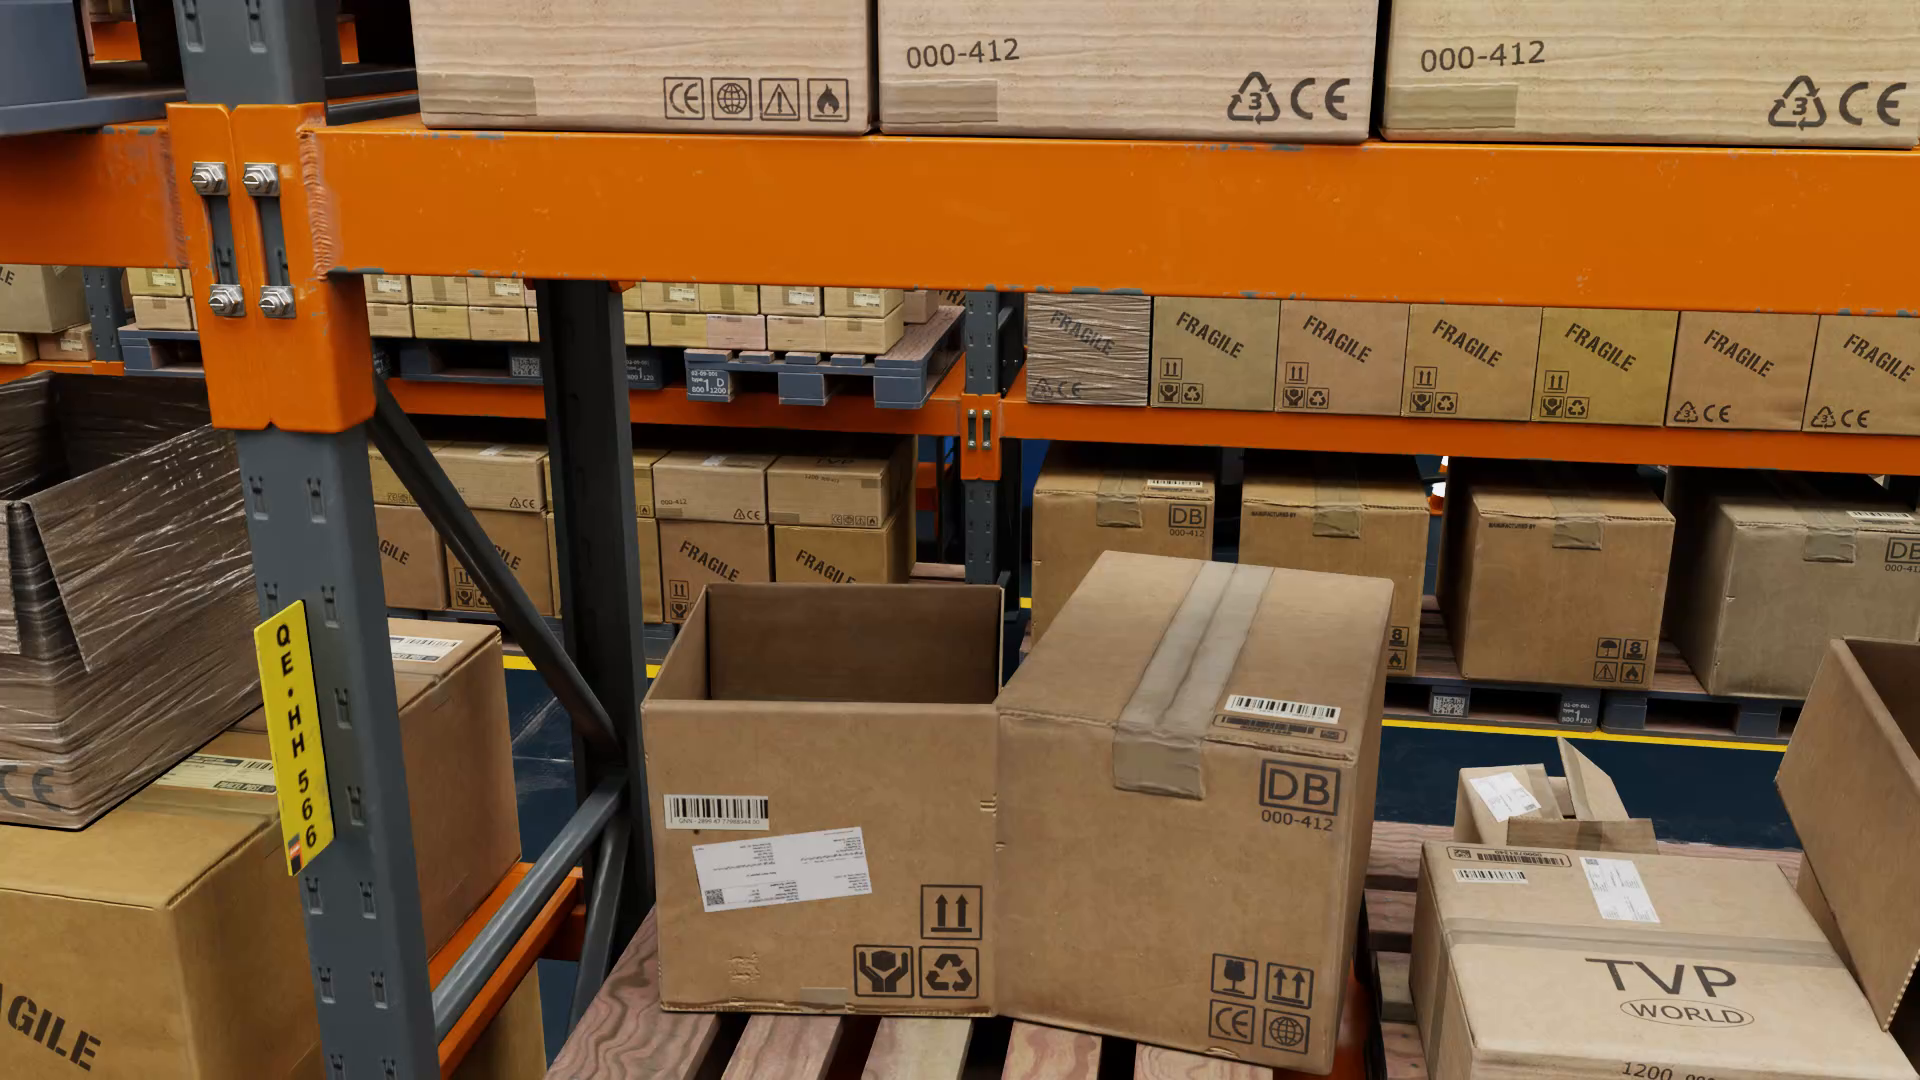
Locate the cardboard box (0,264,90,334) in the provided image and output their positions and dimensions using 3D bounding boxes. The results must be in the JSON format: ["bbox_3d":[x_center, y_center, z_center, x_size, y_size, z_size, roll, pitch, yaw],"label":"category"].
[{"bbox_3d":[-4.310,-1.257,7.706,0.500,0.500,0.500,3,19,9],"label":"cardboard box"}]

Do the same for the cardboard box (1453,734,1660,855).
[{"bbox_3d":[0.965,0.481,2.687,0.258,0.266,0.396,2,19,7],"label":"cardboard box"}]

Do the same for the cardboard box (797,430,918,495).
[{"bbox_3d":[-0.480,-0.411,7.900,0.500,0.250,0.500,2,19,6],"label":"cardboard box"}]

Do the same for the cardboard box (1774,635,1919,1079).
[{"bbox_3d":[1.499,0.512,2.220,0.637,0.503,0.797,5,19,14],"label":"cardboard box"}]

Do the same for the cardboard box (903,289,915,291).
[{"bbox_3d":[-0.283,-1.240,7.546,0.250,0.149,0.380,4,19,11],"label":"cardboard box"}]

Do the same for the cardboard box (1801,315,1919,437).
[{"bbox_3d":[3.554,-0.720,6.570,0.500,0.500,0.500,3,19,8],"label":"cardboard box"}]

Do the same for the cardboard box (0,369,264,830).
[{"bbox_3d":[-1.444,0.053,2.680,0.637,0.503,0.797,4,19,11],"label":"cardboard box"}]

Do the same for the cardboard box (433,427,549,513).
[{"bbox_3d":[-2.071,-0.329,7.654,0.500,0.250,0.500,4,19,11],"label":"cardboard box"}]

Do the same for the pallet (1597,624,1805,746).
[{"bbox_3d":[3.338,0.577,7.245,1.213,0.211,1.003,3,19,9],"label":"pallet"}]

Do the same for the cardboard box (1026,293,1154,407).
[{"bbox_3d":[0.563,-0.871,7.023,0.500,0.500,0.500,3,19,9],"label":"cardboard box"}]

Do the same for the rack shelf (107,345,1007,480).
[{"bbox_3d":[-1.813,-0.691,7.774,4.000,0.370,1.077,3,19,9],"label":"rack shelf"}]

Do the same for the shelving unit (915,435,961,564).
[{"bbox_3d":[-0.558,-0.492,9.001,1.048,1.125,0.538,4,19,11],"label":"shelving unit"}]

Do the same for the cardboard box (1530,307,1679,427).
[{"bbox_3d":[2.556,-0.771,6.722,0.500,0.500,0.500,3,19,9],"label":"cardboard box"}]

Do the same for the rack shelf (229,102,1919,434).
[{"bbox_3d":[1.250,-0.363,2.067,4.000,0.370,1.077,3,19,9],"label":"rack shelf"}]

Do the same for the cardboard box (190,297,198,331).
[{"bbox_3d":[-3.197,-1.037,7.408,0.250,0.149,0.380,3,19,10],"label":"cardboard box"}]

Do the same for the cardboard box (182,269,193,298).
[{"bbox_3d":[-3.215,-1.177,7.360,0.250,0.149,0.380,3,19,8],"label":"cardboard box"}]

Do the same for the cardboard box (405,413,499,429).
[{"bbox_3d":[-2.506,-0.514,8.207,0.500,0.250,0.500,4,19,11],"label":"cardboard box"}]

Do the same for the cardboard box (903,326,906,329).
[{"bbox_3d":[-0.701,-1.786,12.599,0.875,0.875,0.875,3,19,9],"label":"cardboard box"}]

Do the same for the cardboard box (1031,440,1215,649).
[{"bbox_3d":[0.749,-0.005,7.473,0.750,0.750,1.050,3,19,8],"label":"cardboard box"}]

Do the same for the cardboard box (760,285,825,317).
[{"bbox_3d":[-0.662,-1.047,6.972,0.250,0.149,0.380,4,19,11],"label":"cardboard box"}]

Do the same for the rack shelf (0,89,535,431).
[{"bbox_3d":[-2.699,-0.564,2.669,4.000,0.370,1.077,3,19,9],"label":"rack shelf"}]

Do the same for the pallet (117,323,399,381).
[{"bbox_3d":[-3.056,-0.958,7.740,1.213,0.211,1.003,3,19,9],"label":"pallet"}]

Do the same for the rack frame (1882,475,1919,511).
[{"bbox_3d":[4.112,-0.730,6.757,0.127,3.000,1.000,3,19,9],"label":"rack frame"}]

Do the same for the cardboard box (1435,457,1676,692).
[{"bbox_3d":[2.532,0.085,7.205,0.750,0.750,1.050,3,19,9],"label":"cardboard box"}]

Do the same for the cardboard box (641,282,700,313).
[{"bbox_3d":[-1.169,-1.073,7.047,0.250,0.149,0.380,3,19,9],"label":"cardboard box"}]

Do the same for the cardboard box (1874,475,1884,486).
[{"bbox_3d":[5.261,-0.276,9.709,0.396,0.266,0.258,-11,21,-29],"label":"cardboard box"}]

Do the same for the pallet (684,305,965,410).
[{"bbox_3d":[-0.558,-0.843,7.397,1.003,0.211,1.213,3,19,9],"label":"pallet"}]

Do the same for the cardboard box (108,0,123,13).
[{"bbox_3d":[-4.202,-2.590,7.825,0.500,0.250,0.500,4,19,11],"label":"cardboard box"}]

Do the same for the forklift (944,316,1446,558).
[{"bbox_3d":[1.477,-1.536,9.275,3.031,2.935,1.130,-5,19,-15],"label":"forklift"}]

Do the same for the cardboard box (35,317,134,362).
[{"bbox_3d":[-4.106,-0.954,7.824,0.250,0.149,0.380,3,19,8],"label":"cardboard box"}]

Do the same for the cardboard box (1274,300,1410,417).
[{"bbox_3d":[1.563,-0.821,6.873,0.500,0.500,0.500,3,19,9],"label":"cardboard box"}]

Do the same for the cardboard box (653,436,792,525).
[{"bbox_3d":[-1.055,-0.275,7.493,0.500,0.250,0.500,3,19,9],"label":"cardboard box"}]

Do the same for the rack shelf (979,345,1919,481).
[{"bbox_3d":[2.137,-0.489,7.172,4.000,0.370,1.077,3,19,9],"label":"rack shelf"}]

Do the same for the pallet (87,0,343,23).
[{"bbox_3d":[-3.195,-2.402,7.322,1.003,0.211,1.213,3,19,9],"label":"pallet"}]

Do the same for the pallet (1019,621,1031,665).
[{"bbox_3d":[0.929,0.454,7.612,1.213,0.211,1.003,3,19,9],"label":"pallet"}]

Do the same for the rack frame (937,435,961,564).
[{"bbox_3d":[-0.059,-0.461,8.908,0.032,1.125,0.500,4,19,11],"label":"rack frame"}]

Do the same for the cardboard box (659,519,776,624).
[{"bbox_3d":[-1.041,0.077,7.625,0.500,0.500,0.500,4,19,11],"label":"cardboard box"}]

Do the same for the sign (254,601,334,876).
[{"bbox_3d":[-0.809,0.243,2.026,0.005,0.325,0.100,3,19,9],"label":"sign"}]

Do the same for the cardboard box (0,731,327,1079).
[{"bbox_3d":[-1.251,0.623,2.556,0.500,0.500,0.500,4,19,10],"label":"cardboard box"}]

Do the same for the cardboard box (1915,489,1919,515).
[{"bbox_3d":[5.686,-0.305,9.207,0.503,0.637,0.797,3,19,9],"label":"cardboard box"}]

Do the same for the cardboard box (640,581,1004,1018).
[{"bbox_3d":[-0.185,0.386,2.604,0.500,0.500,0.500,1,19,2],"label":"cardboard box"}]

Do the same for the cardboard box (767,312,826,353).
[{"bbox_3d":[-0.643,-0.905,7.015,0.250,0.149,0.380,3,19,9],"label":"cardboard box"}]

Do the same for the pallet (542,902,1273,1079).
[{"bbox_3d":[-0.004,0.711,2.753,1.003,0.211,1.213,3,19,9],"label":"pallet"}]

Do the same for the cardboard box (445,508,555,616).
[{"bbox_3d":[-2.058,0.022,7.787,0.500,0.500,0.500,3,19,10],"label":"cardboard box"}]

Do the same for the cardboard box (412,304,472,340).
[{"bbox_3d":[-2.181,-0.985,7.253,0.250,0.149,0.380,3,19,8],"label":"cardboard box"}]

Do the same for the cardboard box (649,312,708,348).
[{"bbox_3d":[-1.142,-0.932,7.094,0.250,0.149,0.380,3,19,8],"label":"cardboard box"}]

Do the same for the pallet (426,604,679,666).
[{"bbox_3d":[-1.810,0.289,8.106,1.213,0.211,1.003,3,19,9],"label":"pallet"}]

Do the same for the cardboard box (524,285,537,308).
[{"bbox_3d":[-1.672,-1.099,7.125,0.250,0.149,0.380,3,19,10],"label":"cardboard box"}]

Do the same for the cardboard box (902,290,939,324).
[{"bbox_3d":[-0.248,-1.097,7.588,0.250,0.149,0.380,3,19,8],"label":"cardboard box"}]

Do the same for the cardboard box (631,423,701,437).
[{"bbox_3d":[-1.468,-0.466,8.063,0.500,0.250,0.500,3,19,9],"label":"cardboard box"}]

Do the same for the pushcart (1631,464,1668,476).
[{"bbox_3d":[4.485,-0.325,9.681,0.936,0.377,1.648,-3,19,-10],"label":"pushcart"}]

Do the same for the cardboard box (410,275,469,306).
[{"bbox_3d":[-2.175,-1.125,7.204,0.250,0.149,0.380,3,19,8],"label":"cardboard box"}]

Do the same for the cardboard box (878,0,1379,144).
[{"bbox_3d":[0.206,-0.604,1.891,0.500,0.250,0.500,3,19,10],"label":"cardboard box"}]

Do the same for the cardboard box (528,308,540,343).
[{"bbox_3d":[-1.663,-0.958,7.174,0.250,0.149,0.380,3,19,10],"label":"cardboard box"}]

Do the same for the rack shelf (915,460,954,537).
[{"bbox_3d":[-0.558,-0.260,9.078,1.000,0.278,0.538,4,19,11],"label":"rack shelf"}]

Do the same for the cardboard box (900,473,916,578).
[{"bbox_3d":[-0.496,-0.060,8.034,0.500,0.500,0.500,2,19,6],"label":"cardboard box"}]

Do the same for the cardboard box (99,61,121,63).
[{"bbox_3d":[-6.236,-3.574,12.503,0.250,0.149,0.380,4,19,10],"label":"cardboard box"}]

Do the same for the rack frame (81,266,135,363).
[{"bbox_3d":[-3.787,-1.133,7.961,0.127,3.000,1.000,3,19,9],"label":"rack frame"}]
